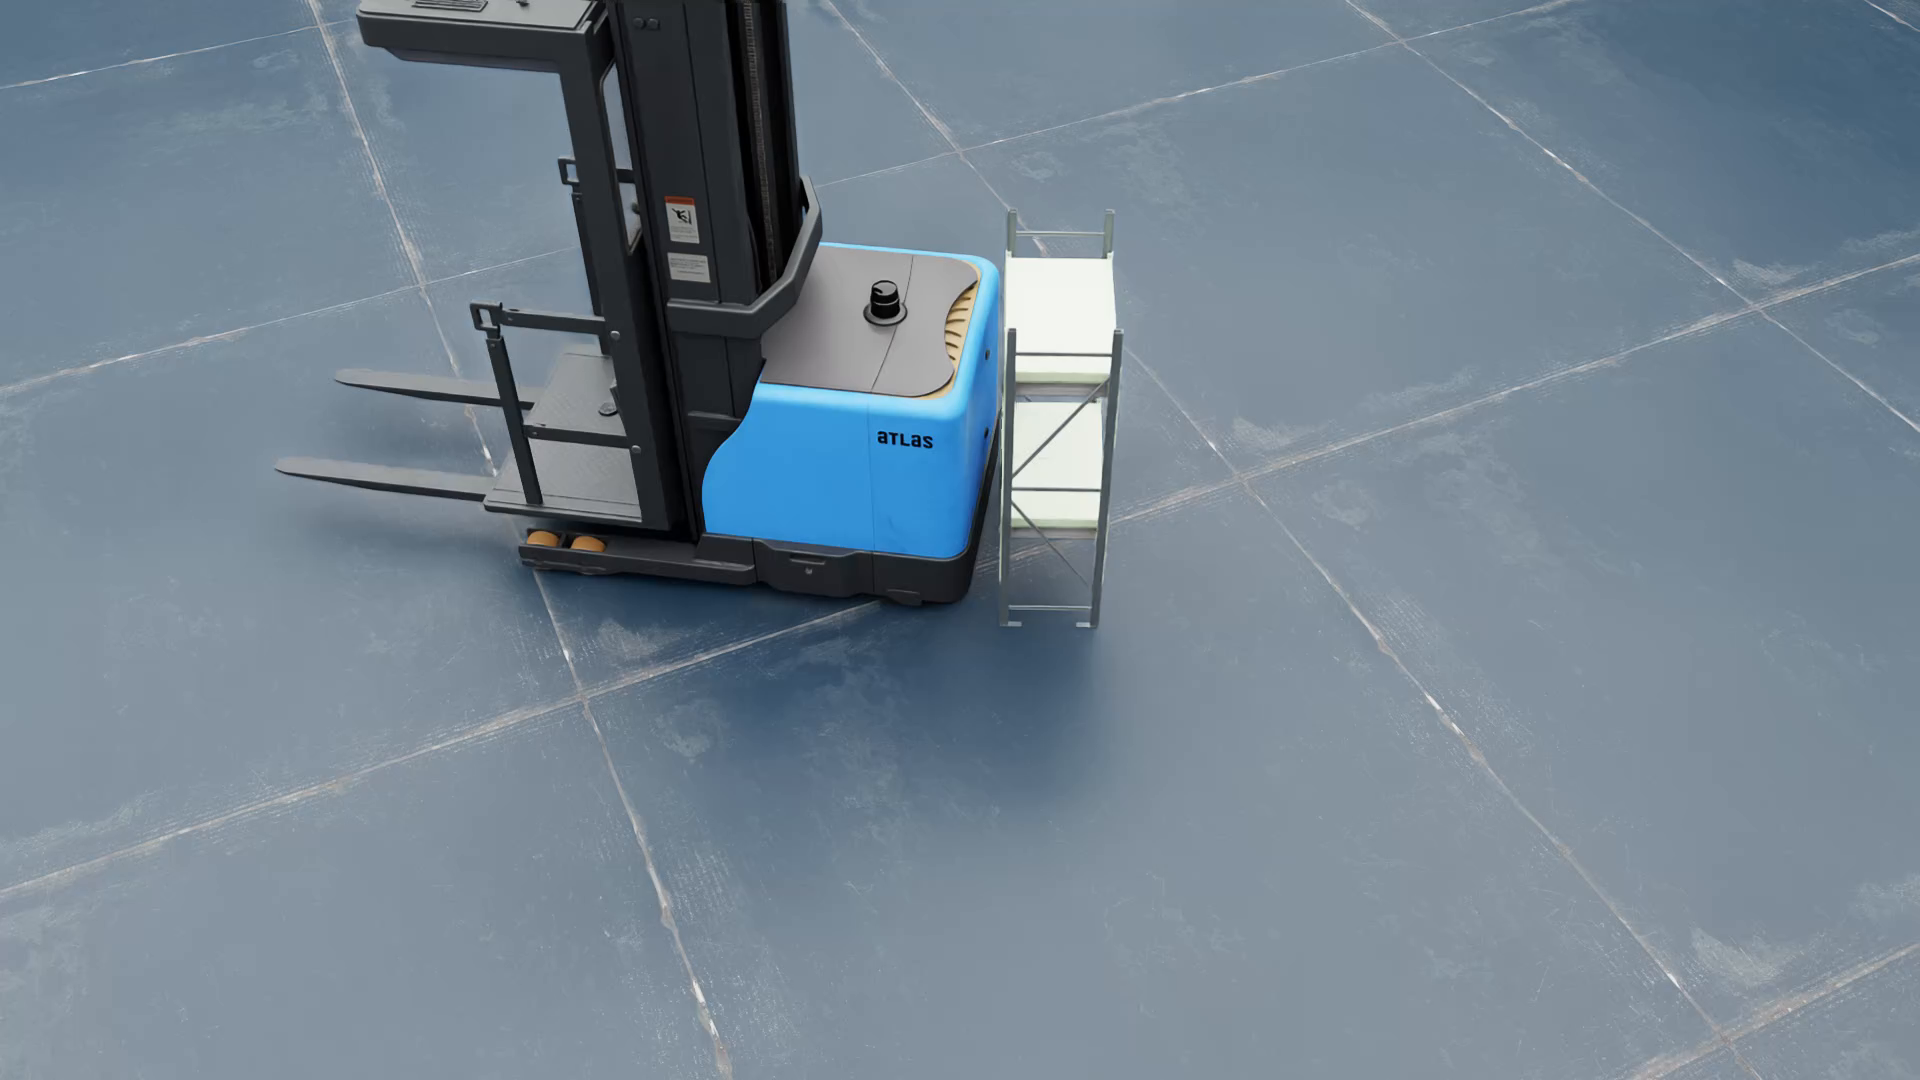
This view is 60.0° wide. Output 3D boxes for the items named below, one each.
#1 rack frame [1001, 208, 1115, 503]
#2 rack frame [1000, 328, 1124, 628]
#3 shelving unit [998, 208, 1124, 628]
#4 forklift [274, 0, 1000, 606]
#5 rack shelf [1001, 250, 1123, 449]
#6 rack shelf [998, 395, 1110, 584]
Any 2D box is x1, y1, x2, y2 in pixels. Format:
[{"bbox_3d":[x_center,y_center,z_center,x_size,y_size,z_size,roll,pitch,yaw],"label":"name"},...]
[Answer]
[{"bbox_3d":[0.380,-0.700,6.761,0.400,1.500,0.023,1,45,1],"label":"rack frame"},{"bbox_3d":[0.362,-0.186,6.240,0.400,1.500,0.023,1,45,1],"label":"rack frame"},{"bbox_3d":[0.371,-0.443,6.500,0.431,1.500,0.755,1,45,1],"label":"shelving unit"},{"bbox_3d":[-1.391,-1.257,6.306,3.031,2.935,1.130,6,45,6],"label":"forklift"},{"bbox_3d":[0.371,-0.721,6.226,0.431,0.370,0.720,1,45,1],"label":"rack shelf"},{"bbox_3d":[0.371,-0.211,6.729,0.431,0.370,0.720,1,45,1],"label":"rack shelf"}]
